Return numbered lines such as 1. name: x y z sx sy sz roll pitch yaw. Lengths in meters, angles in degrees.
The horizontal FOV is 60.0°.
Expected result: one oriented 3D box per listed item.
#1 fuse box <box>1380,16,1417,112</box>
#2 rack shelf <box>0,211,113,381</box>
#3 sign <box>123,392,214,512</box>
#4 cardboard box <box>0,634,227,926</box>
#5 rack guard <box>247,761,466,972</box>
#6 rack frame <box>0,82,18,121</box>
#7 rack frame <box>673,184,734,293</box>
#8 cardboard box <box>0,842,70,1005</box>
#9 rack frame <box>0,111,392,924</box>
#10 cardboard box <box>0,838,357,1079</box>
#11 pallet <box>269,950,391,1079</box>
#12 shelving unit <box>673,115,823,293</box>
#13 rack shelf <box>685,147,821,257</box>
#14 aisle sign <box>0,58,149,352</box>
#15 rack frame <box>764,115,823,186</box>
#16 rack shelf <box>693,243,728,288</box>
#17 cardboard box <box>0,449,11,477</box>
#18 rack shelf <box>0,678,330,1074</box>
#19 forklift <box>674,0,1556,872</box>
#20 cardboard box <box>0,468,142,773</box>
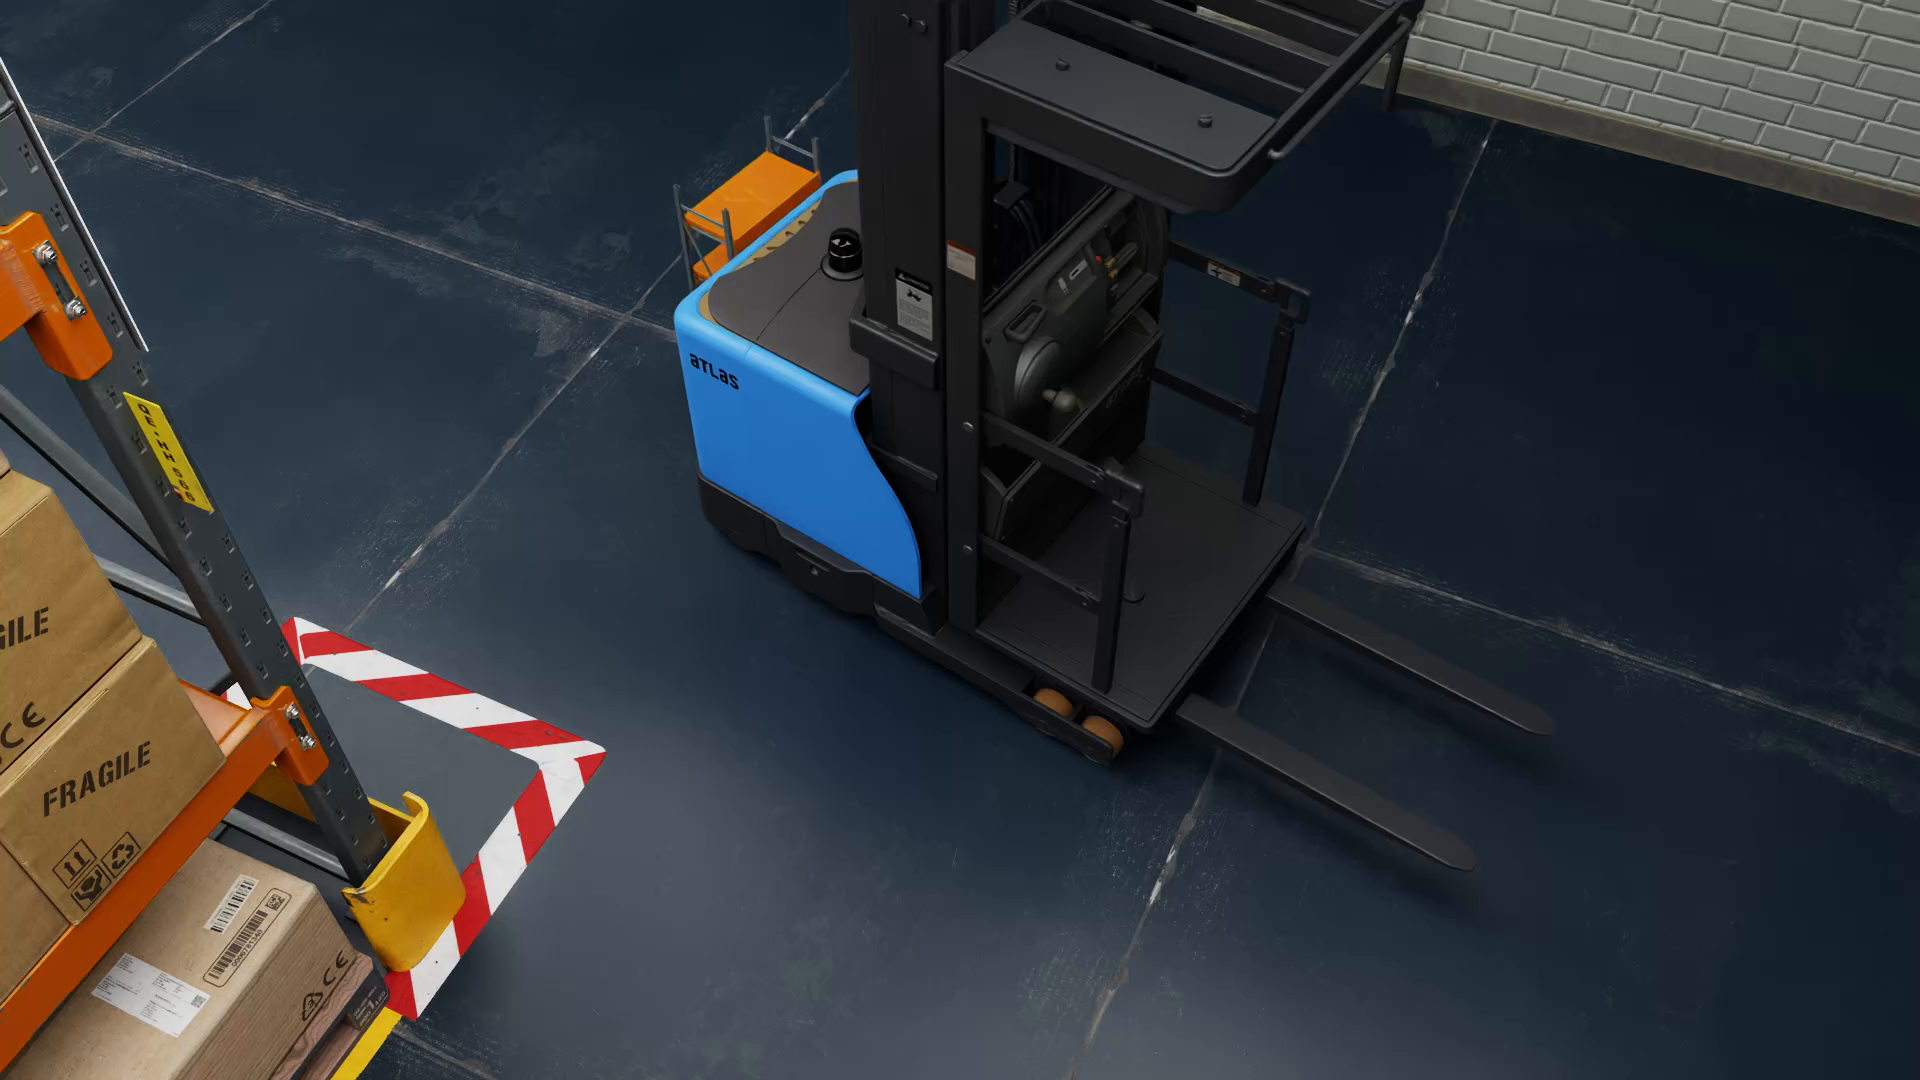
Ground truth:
1. fuse box: 2.065 -2.606 7.344 0.539 1.711 0.414 20 52 16
2. rack shelf: -3.014 0.722 2.169 1.077 0.370 4.000 20 52 16
3. sign: -1.675 -0.183 3.520 0.100 0.325 0.005 20 52 16
4. cardboard box: -2.127 0.469 3.816 0.500 0.500 0.500 20 53 16
5. rack guard: -2.150 0.877 5.176 1.175 0.500 0.348 20 52 16
6. rack frame: -2.160 -1.861 1.925 1.000 3.000 0.127 20 52 16
7. rack frame: -0.884 -0.777 6.124 0.240 1.200 0.015 28 55 22
8. cardboard box: -2.355 0.810 3.526 0.500 0.500 0.500 19 52 15
9. rack frame: -2.160 0.083 4.210 1.000 3.000 0.127 20 52 16
10. cardboard box: -2.351 1.265 4.611 0.875 0.438 0.875 18 52 15
11. pallet: -2.431 1.563 4.781 1.003 0.211 1.213 20 52 16
12. shelving unit: -0.742 -0.929 6.252 0.258 1.200 0.503 28 55 22
13. rack shelf: -0.742 -1.184 5.953 0.258 0.148 0.480 28 55 22
14. aisle sign: -1.849 -0.708 3.176 0.394 0.787 0.004 20 52 16
15. rack frame: -0.601 -1.080 6.381 0.240 1.200 0.015 28 55 22
16. rack shelf: -0.742 -1.030 6.133 0.258 0.148 0.480 28 55 22
17. cardboard box: -2.132 -0.171 3.278 0.380 0.149 0.250 20 53 17
18. rack shelf: -3.014 1.694 3.312 1.077 0.370 4.000 20 52 16
19. forklift: 0.527 -0.664 4.890 3.031 2.935 1.130 28 55 22
20. cardboard box: -2.150 0.136 3.442 0.500 0.500 0.500 21 53 17
